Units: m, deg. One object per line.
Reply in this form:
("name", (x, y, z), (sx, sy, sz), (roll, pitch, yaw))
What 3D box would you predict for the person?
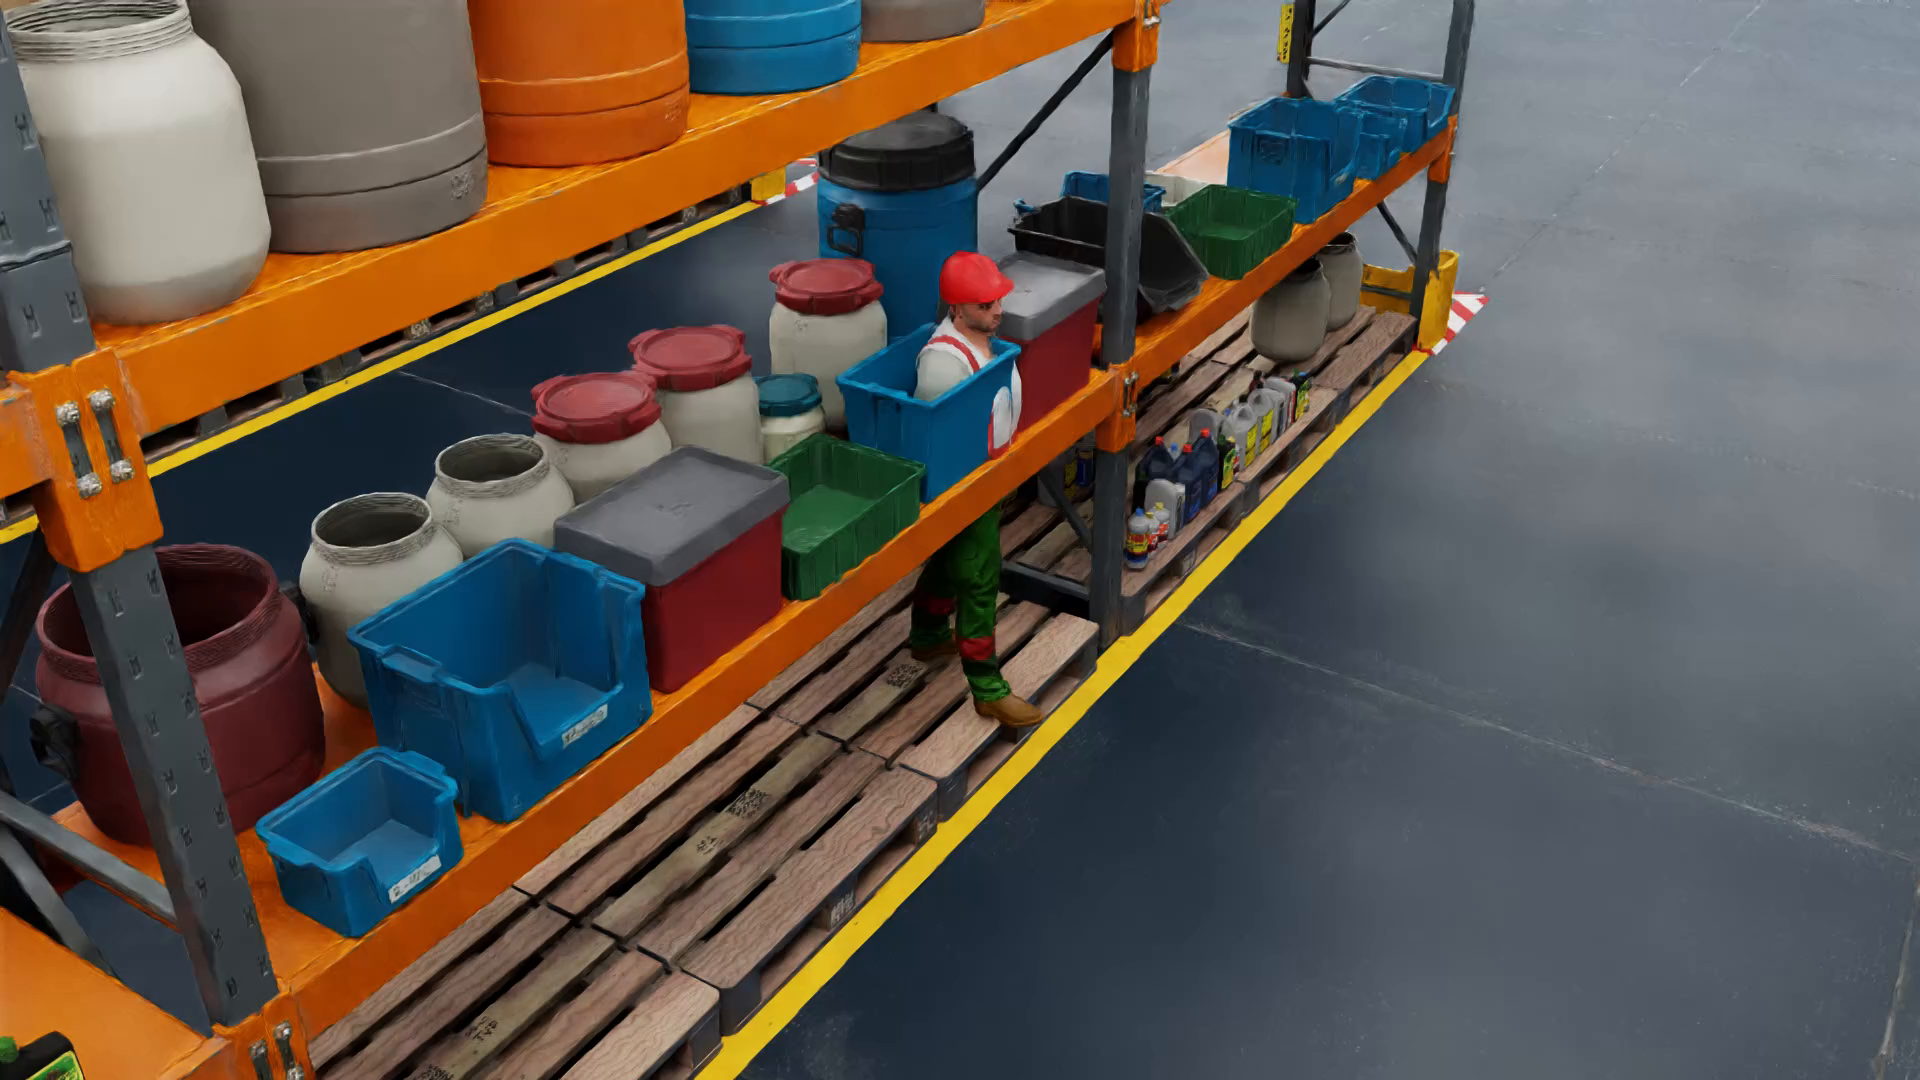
("person", (0.058, -0.184, 5.967), (0.629, 1.790, 0.717), (9, 31, 16))
